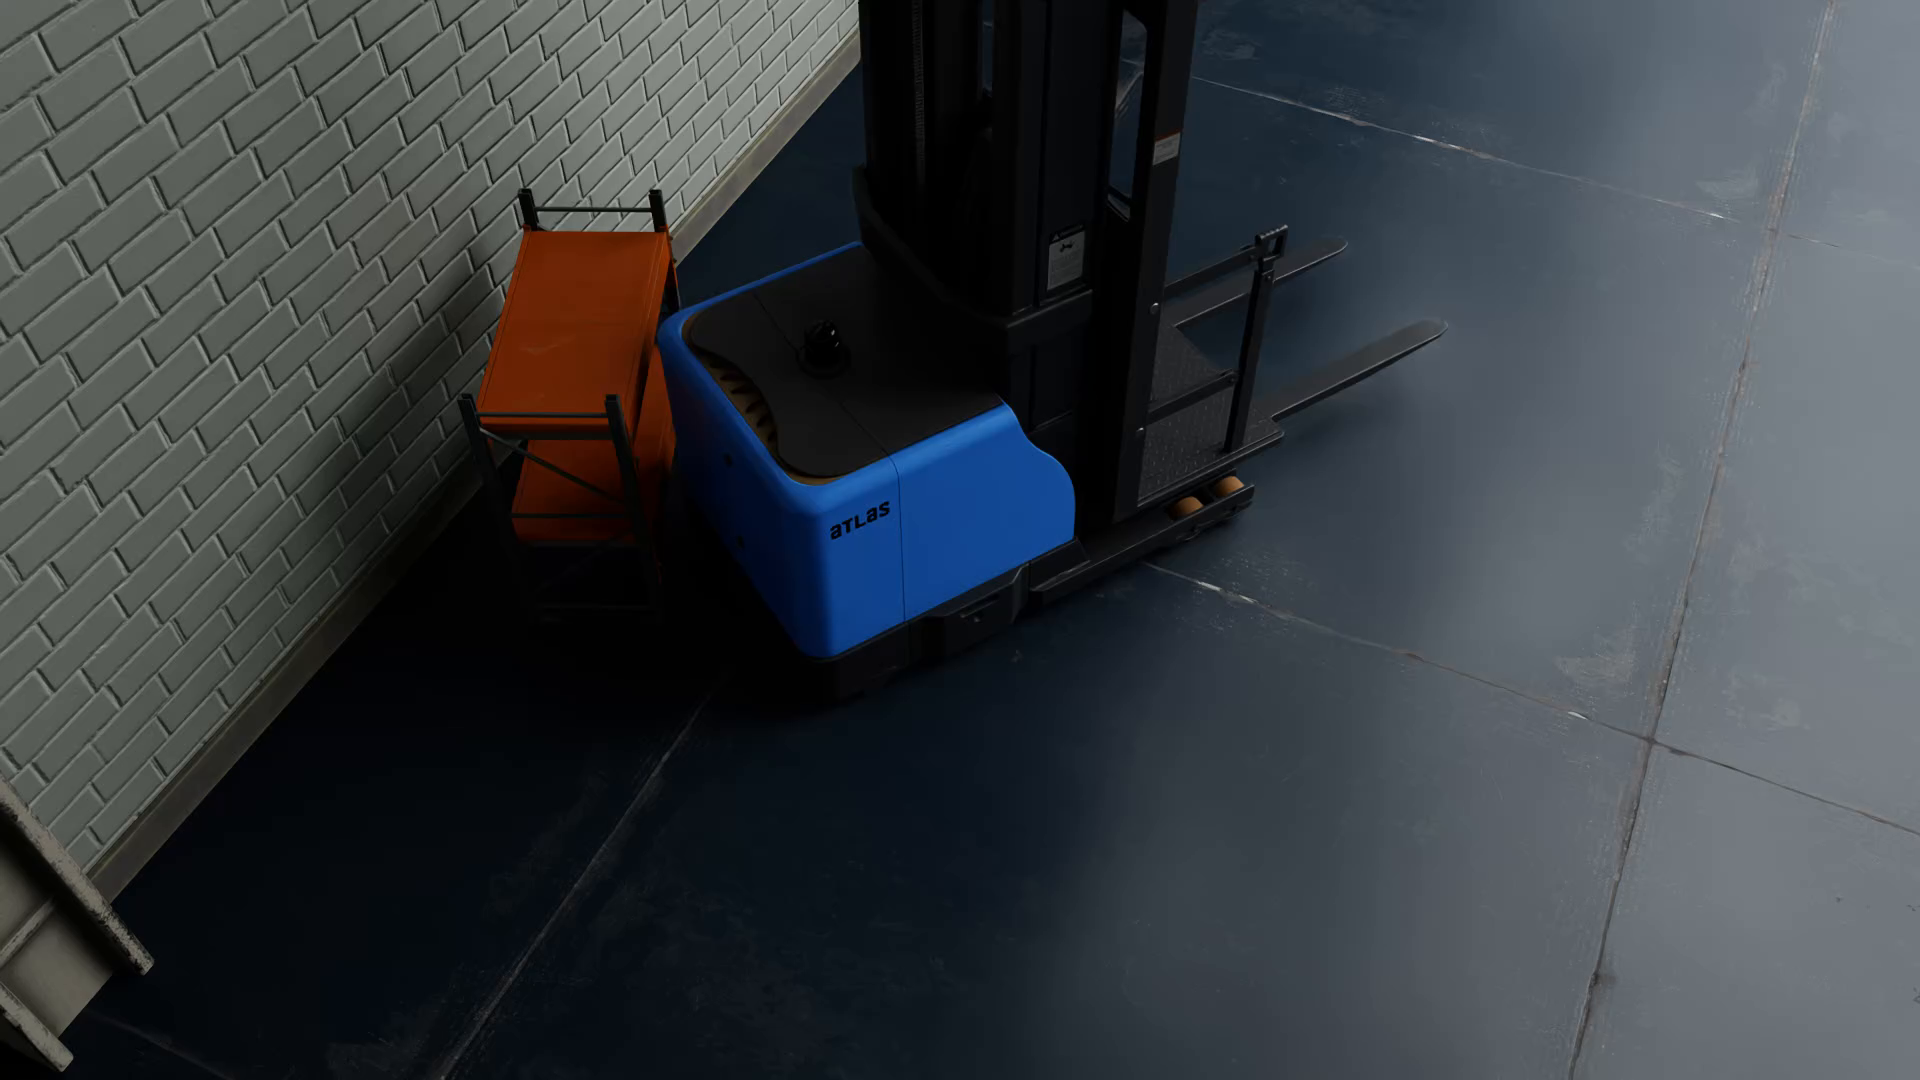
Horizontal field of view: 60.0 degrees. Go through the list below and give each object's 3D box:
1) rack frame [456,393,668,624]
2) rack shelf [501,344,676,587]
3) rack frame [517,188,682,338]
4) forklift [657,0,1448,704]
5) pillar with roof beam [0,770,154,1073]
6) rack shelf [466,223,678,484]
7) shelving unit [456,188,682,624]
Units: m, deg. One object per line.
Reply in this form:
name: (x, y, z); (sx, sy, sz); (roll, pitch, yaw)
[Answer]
rack frame: (-1.307, -0.078, 5.578); (0.500, 1.125, 0.032); (1, 50, 0)
rack shelf: (-1.301, -0.307, 6.093); (0.538, 0.278, 1.000); (1, 50, 0)
rack frame: (-1.294, -0.852, 6.236); (0.500, 1.125, 0.032); (1, 50, 0)
forklift: (0.509, -1.266, 5.403); (3.031, 2.935, 1.130); (-26, 54, -20)
pillar with roof beam: (1.182, -0.127, 0.449); (9.100, 9.000, 0.400); (20, 52, 16)
rack shelf: (-1.301, -0.655, 5.684); (0.538, 0.278, 1.000); (1, 50, 0)
shelving unit: (-1.301, -0.465, 5.907); (0.538, 1.125, 1.048); (1, 50, 0)
